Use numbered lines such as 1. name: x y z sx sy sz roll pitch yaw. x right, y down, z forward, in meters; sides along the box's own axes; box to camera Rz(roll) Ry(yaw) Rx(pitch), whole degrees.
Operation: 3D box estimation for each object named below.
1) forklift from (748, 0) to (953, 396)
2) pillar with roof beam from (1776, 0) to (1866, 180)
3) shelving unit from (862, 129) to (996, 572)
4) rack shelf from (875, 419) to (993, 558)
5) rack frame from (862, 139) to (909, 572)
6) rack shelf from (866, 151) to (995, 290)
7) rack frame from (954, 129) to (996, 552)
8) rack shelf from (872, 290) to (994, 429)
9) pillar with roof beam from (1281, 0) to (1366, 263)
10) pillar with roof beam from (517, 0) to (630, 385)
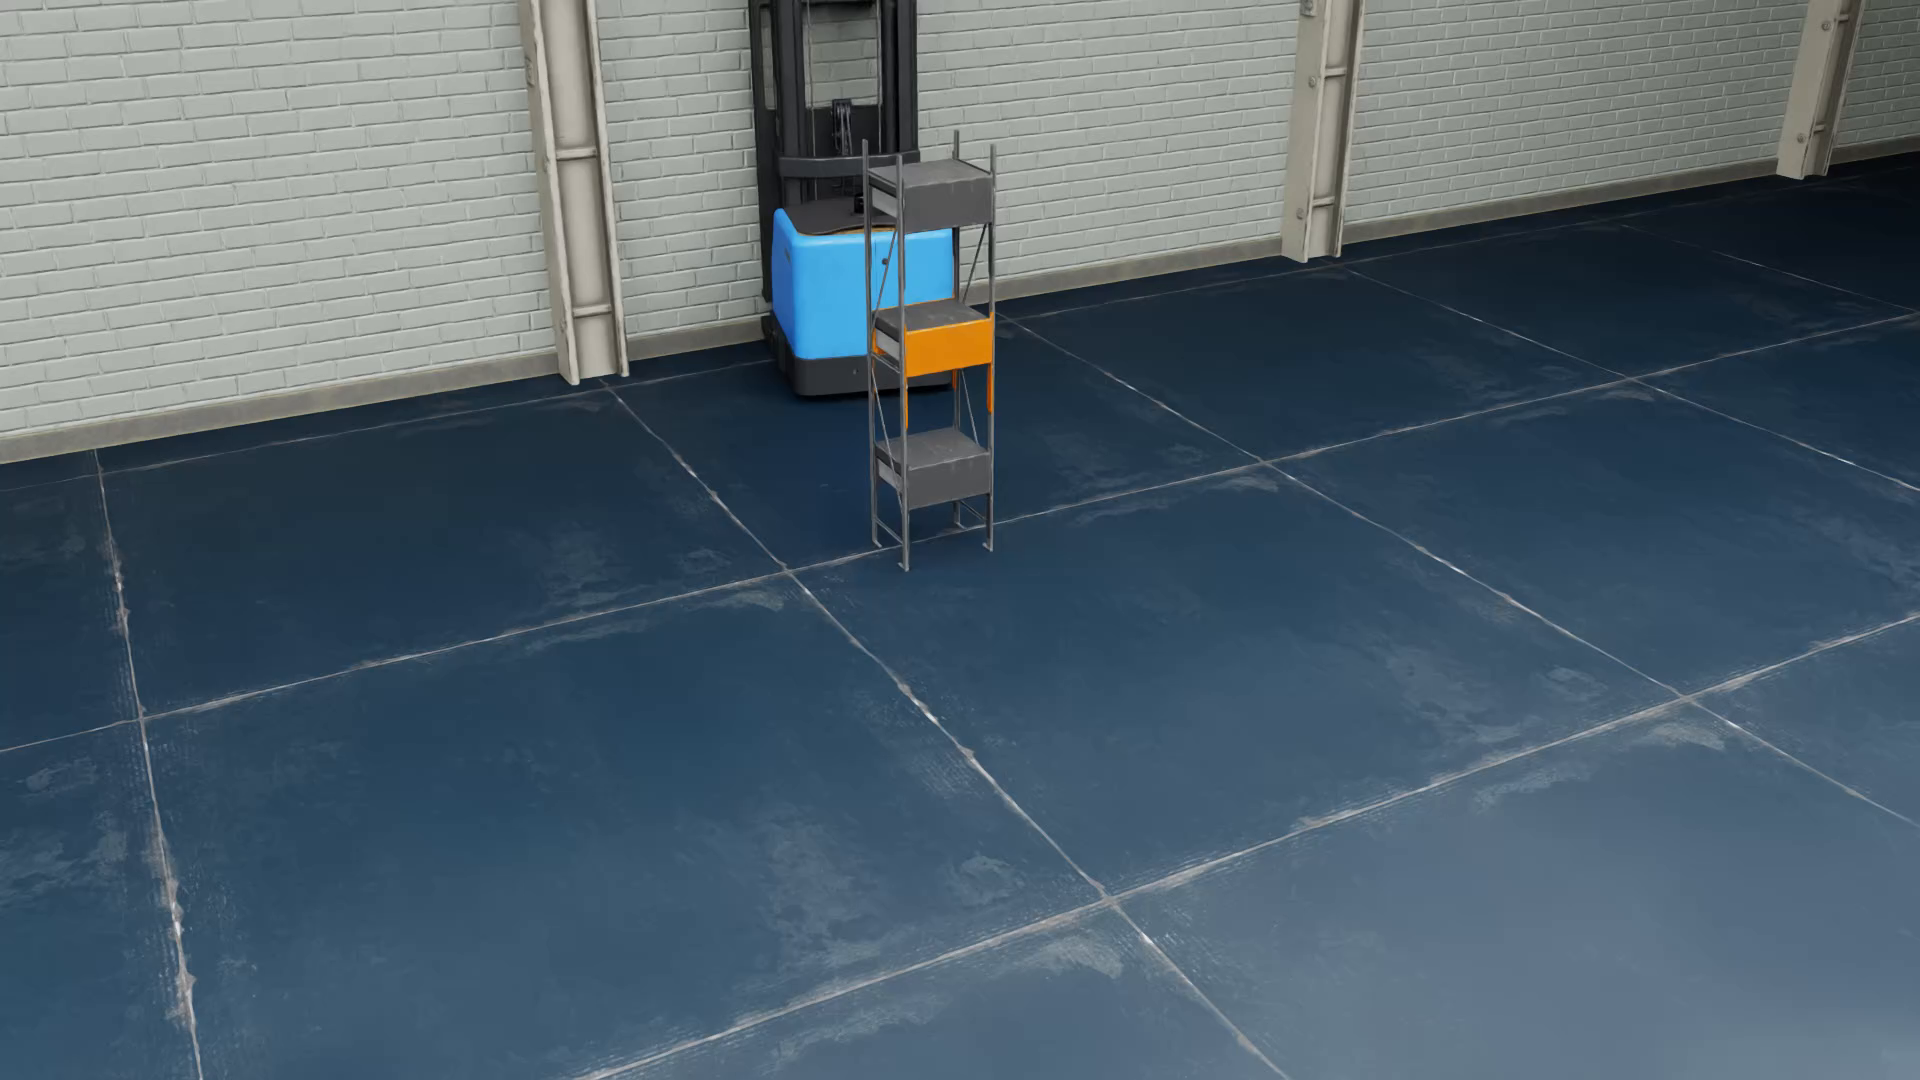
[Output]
1. forklift: -0.881 -2.846 11.291 1.130 2.935 3.031 -6 26 -13
2. pillar with roof beam: 10.181 -5.965 10.776 0.400 9.000 9.100 -13 29 -25
3. shelving unit: -0.146 -0.913 8.225 0.503 2.100 0.431 -13 29 -25
4. rack shelf: -0.146 -0.270 8.534 0.480 0.518 0.431 -13 29 -25
5. rack frame: -0.361 -0.863 8.122 0.015 2.100 0.400 -13 29 -25
6. rack shelf: -0.146 -1.532 7.928 0.480 0.518 0.431 -13 29 -25
7. rack frame: 0.069 -0.963 8.329 0.015 2.100 0.400 -13 29 -25
8. rack shelf: -0.146 -0.901 8.231 0.480 0.518 0.431 -13 29 -25
9. pillar with roof beam: 4.887 -4.743 8.231 0.400 9.000 9.100 -13 29 -25
10. pillar with roof beam: -0.407 -3.521 5.686 0.400 9.000 9.100 -13 29 -25
